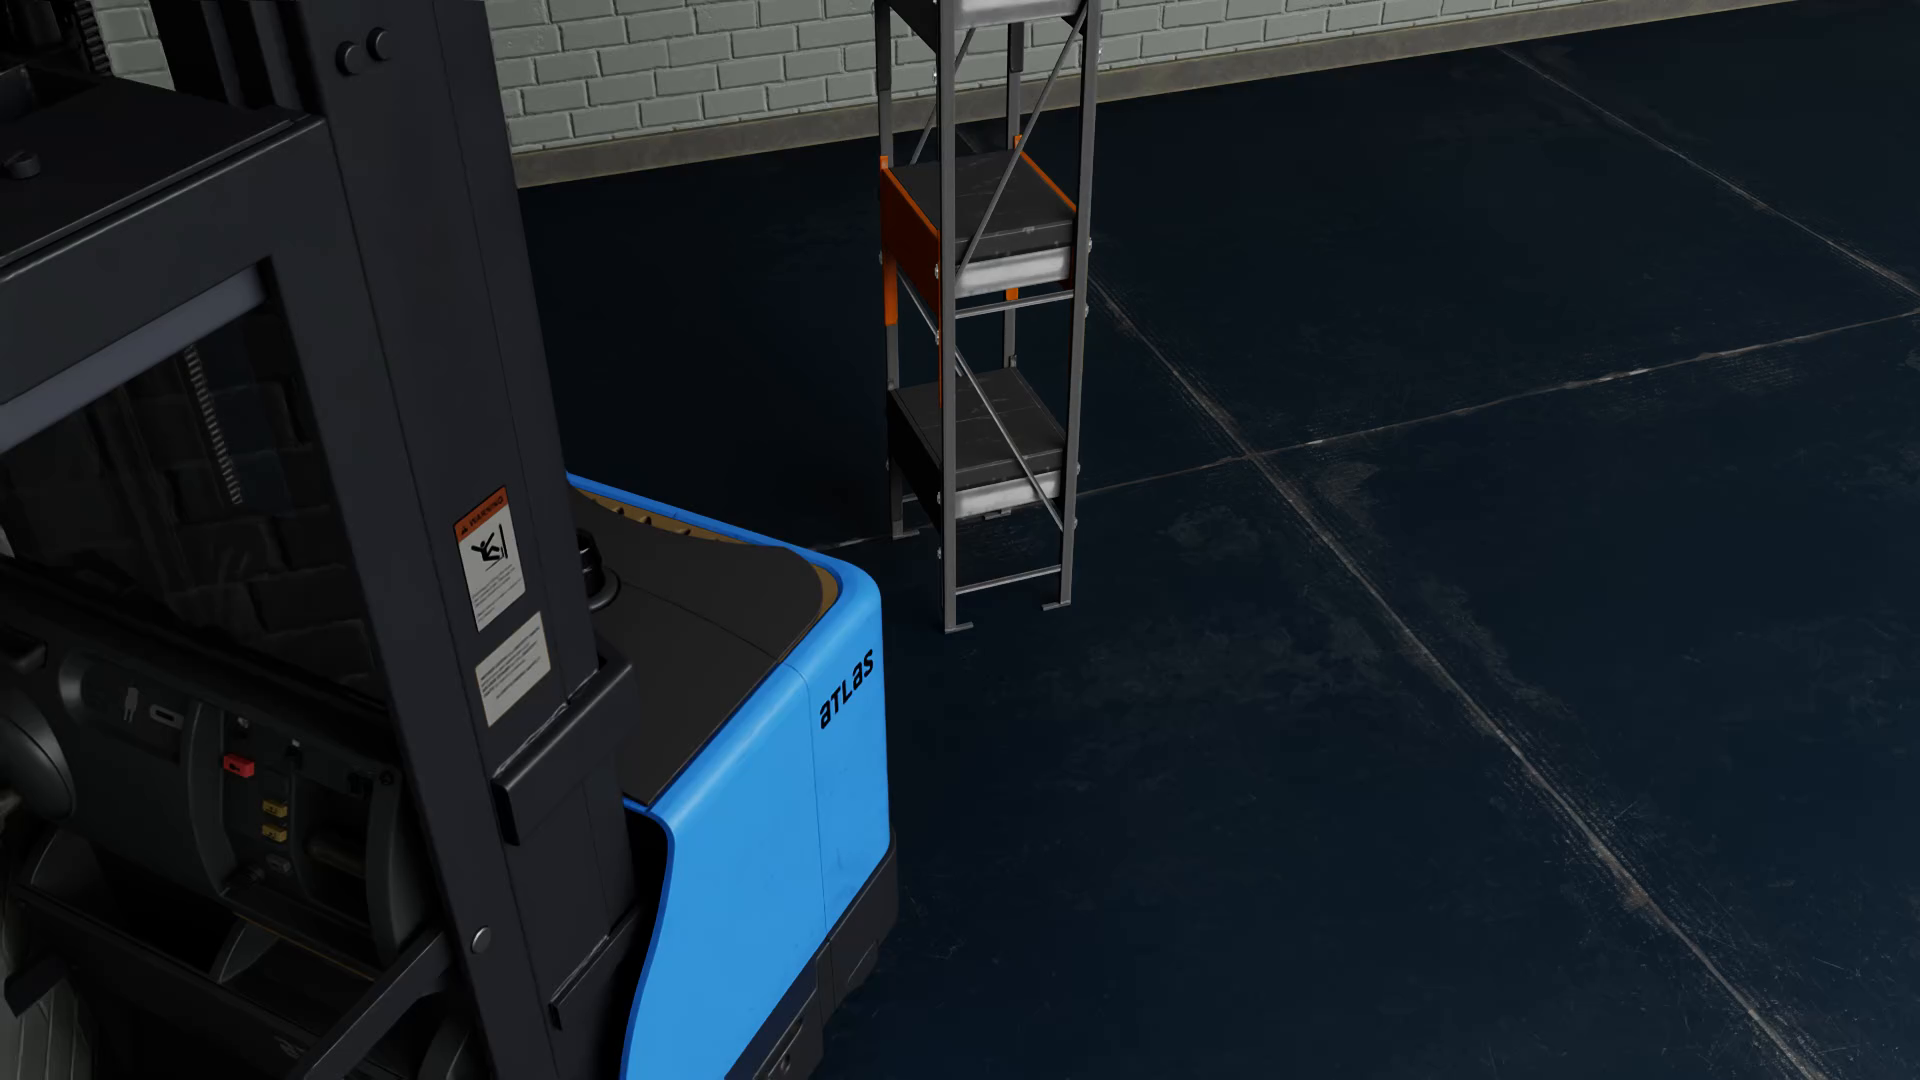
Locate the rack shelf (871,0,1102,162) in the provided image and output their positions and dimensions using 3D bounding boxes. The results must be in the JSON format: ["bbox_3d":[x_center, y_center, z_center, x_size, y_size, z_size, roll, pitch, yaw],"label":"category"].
[{"bbox_3d":[0.057,-1.293,4.081,0.431,0.518,0.480,-12,39,-16],"label":"rack shelf"}]

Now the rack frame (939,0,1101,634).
[{"bbox_3d":[0.141,-0.607,4.311,0.400,2.100,0.015,-12,39,-16],"label":"rack frame"}]

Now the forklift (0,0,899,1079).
[{"bbox_3d":[-1.262,0.409,2.270,1.130,2.935,3.031,17,40,21],"label":"forklift"}]

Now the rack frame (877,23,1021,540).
[{"bbox_3d":[-0.027,-0.883,4.677,0.400,2.100,0.015,-12,39,-16],"label":"rack frame"}]

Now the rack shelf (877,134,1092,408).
[{"bbox_3d":[0.057,-0.734,4.502,0.431,0.518,0.480,-12,39,-16],"label":"rack shelf"}]

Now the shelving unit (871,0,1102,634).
[{"bbox_3d":[0.057,-0.745,4.494,0.431,2.100,0.503,-12,39,-16],"label":"shelving unit"}]

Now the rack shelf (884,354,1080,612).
[{"bbox_3d":[0.057,-0.175,4.924,0.431,0.518,0.480,-12,39,-16],"label":"rack shelf"}]
